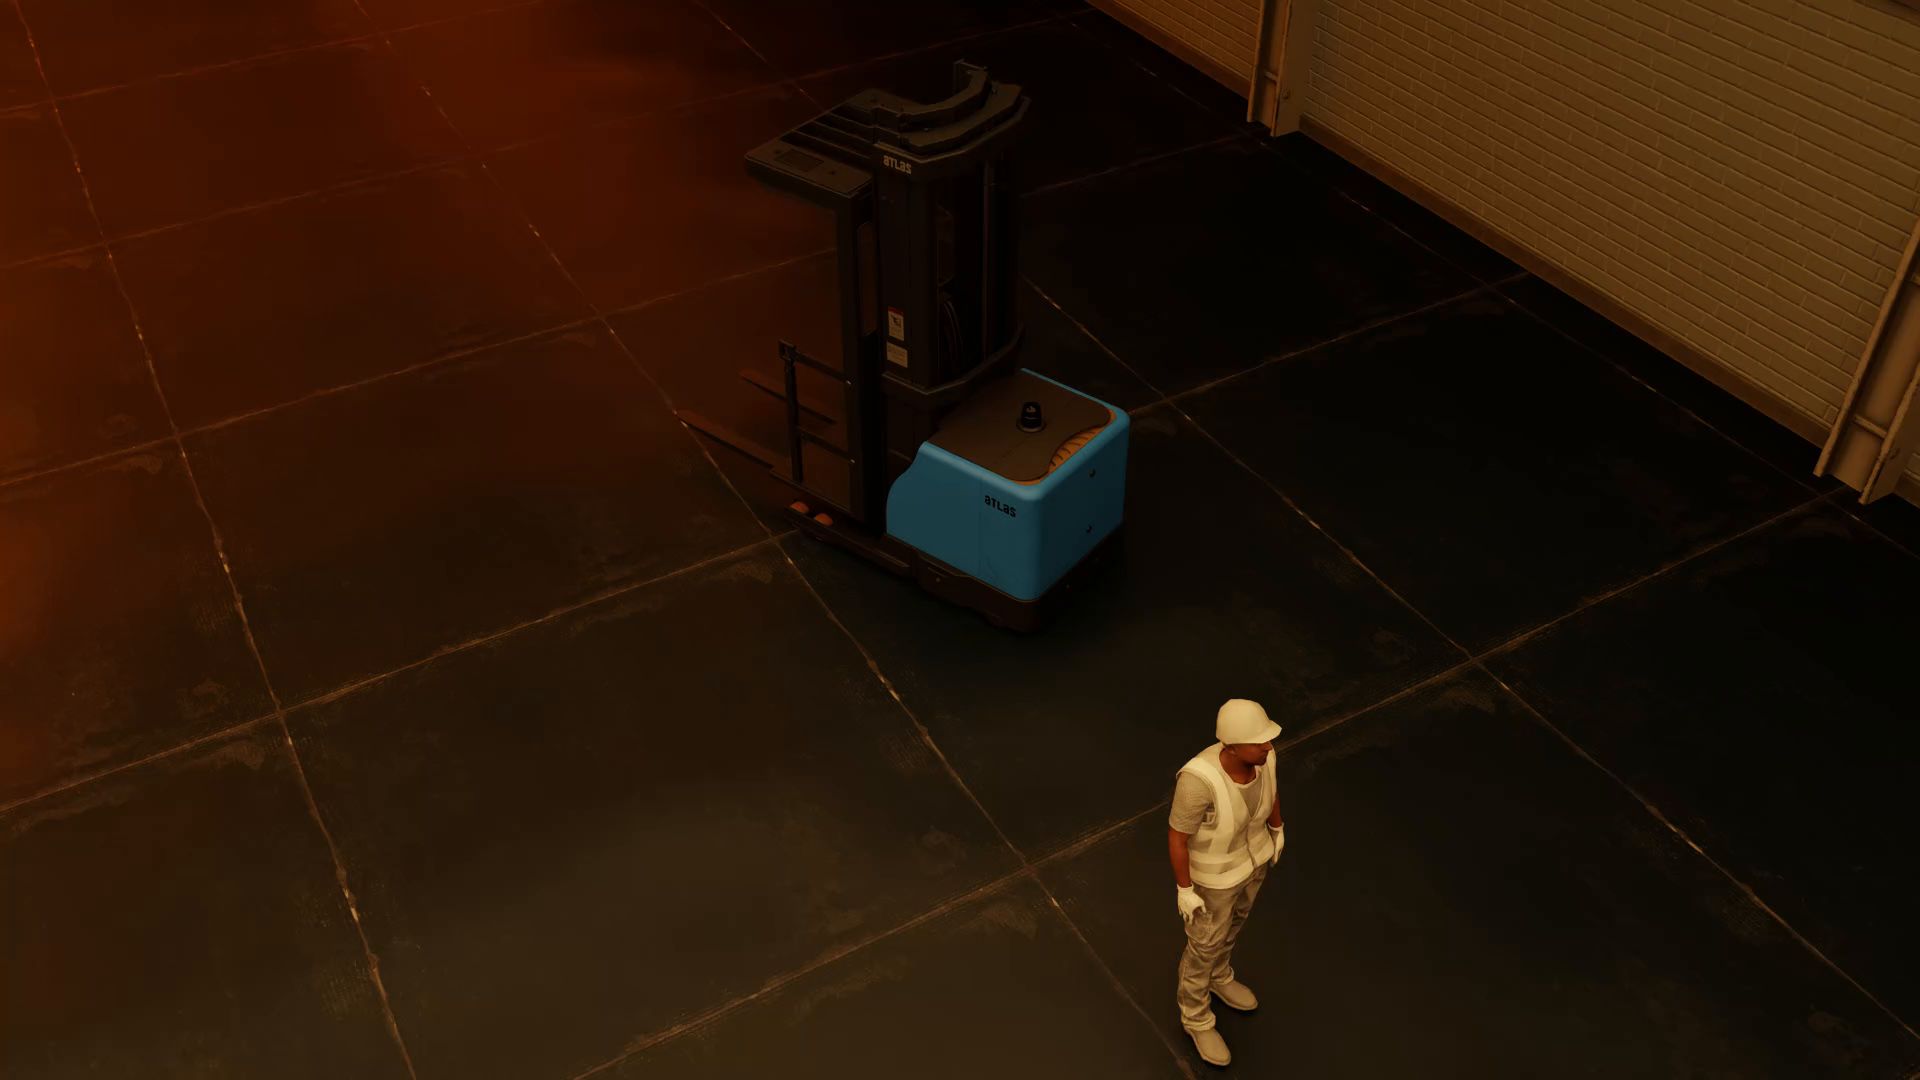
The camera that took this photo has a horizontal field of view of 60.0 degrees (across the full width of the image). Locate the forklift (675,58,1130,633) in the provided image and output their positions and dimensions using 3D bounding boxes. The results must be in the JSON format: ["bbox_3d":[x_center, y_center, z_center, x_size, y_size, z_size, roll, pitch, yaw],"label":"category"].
[{"bbox_3d":[-0.481,-1.366,9.683,3.031,2.935,1.130,26,46,28],"label":"forklift"}]

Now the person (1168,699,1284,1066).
[{"bbox_3d":[1.208,1.435,7.194,0.656,1.782,0.577,-29,48,-31],"label":"person"}]
